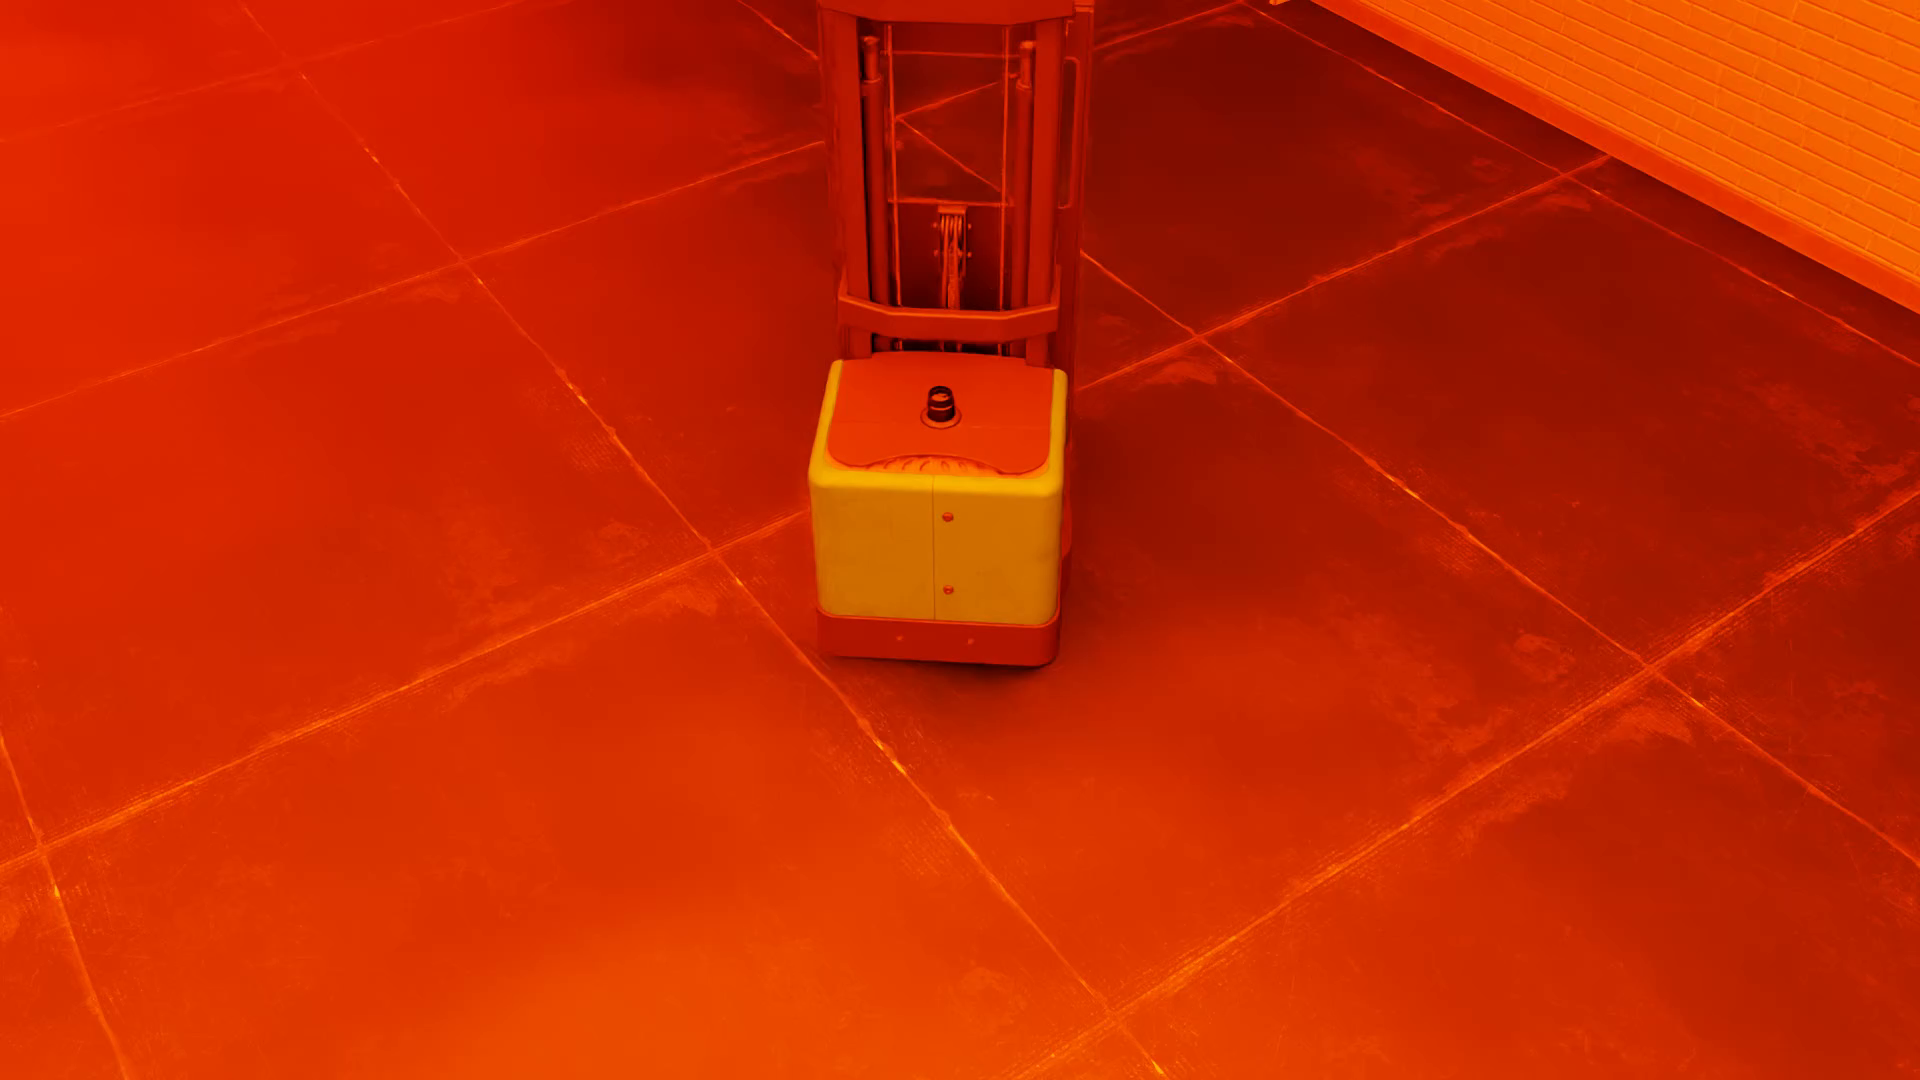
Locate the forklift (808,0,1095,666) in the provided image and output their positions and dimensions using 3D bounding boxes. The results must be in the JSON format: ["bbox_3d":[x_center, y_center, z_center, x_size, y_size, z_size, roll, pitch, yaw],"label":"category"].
[{"bbox_3d":[0.001,-1.524,7.369,1.130,2.935,3.031,3,43,3],"label":"forklift"}]
